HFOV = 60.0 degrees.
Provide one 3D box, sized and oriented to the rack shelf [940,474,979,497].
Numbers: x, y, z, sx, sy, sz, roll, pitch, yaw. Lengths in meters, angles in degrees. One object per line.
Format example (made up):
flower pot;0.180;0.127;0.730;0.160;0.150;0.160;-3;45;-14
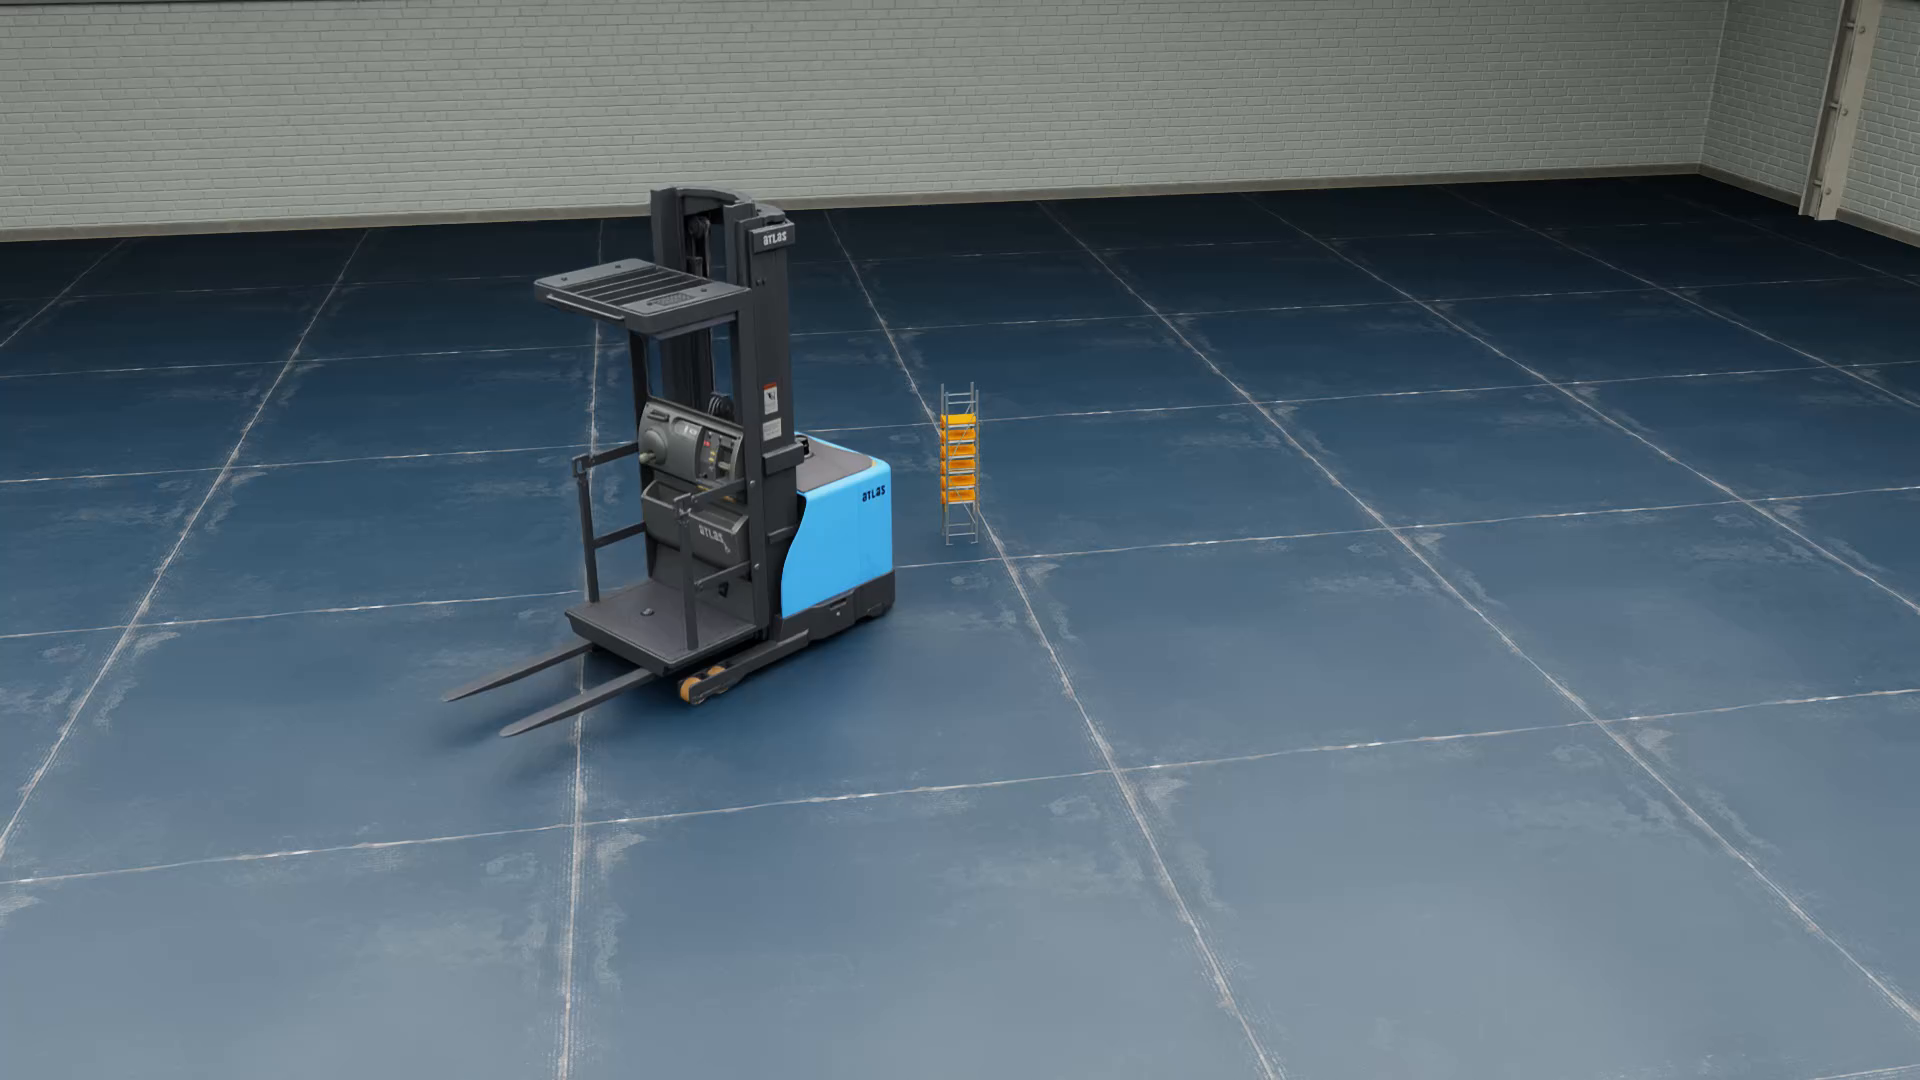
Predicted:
rack shelf;-0.003;-0.405;12.331;0.258;0.103;0.180;-4;24;-10

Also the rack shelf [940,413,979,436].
rack shelf;-0.003;-0.845;12.139;0.258;0.103;0.180;-4;24;-10

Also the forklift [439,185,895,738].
forklift;-1.806;-0.564;10.122;1.130;2.935;3.031;20;31;38

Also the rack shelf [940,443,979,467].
rack shelf;-0.003;-0.625;12.235;0.258;0.103;0.180;-4;24;-10

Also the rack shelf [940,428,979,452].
rack shelf;-0.003;-0.735;12.187;0.258;0.103;0.180;-4;24;-10

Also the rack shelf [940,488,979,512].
rack shelf;-0.003;-0.295;12.379;0.258;0.103;0.180;-4;24;-10

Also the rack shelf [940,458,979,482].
rack shelf;-0.003;-0.515;12.283;0.258;0.103;0.180;-4;24;-10

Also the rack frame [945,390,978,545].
rack frame;0.014;-0.520;12.183;0.240;1.200;0.006;-4;24;-10

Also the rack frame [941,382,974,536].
rack frame;-0.020;-0.592;12.348;0.240;1.200;0.006;-4;24;-10

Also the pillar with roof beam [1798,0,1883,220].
pillar with roof beam;7.383;-8.186;19.992;9.100;9.000;0.400;-4;24;-10

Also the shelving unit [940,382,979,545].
shelving unit;-0.003;-0.556;12.265;0.258;1.200;0.189;-4;24;-10
